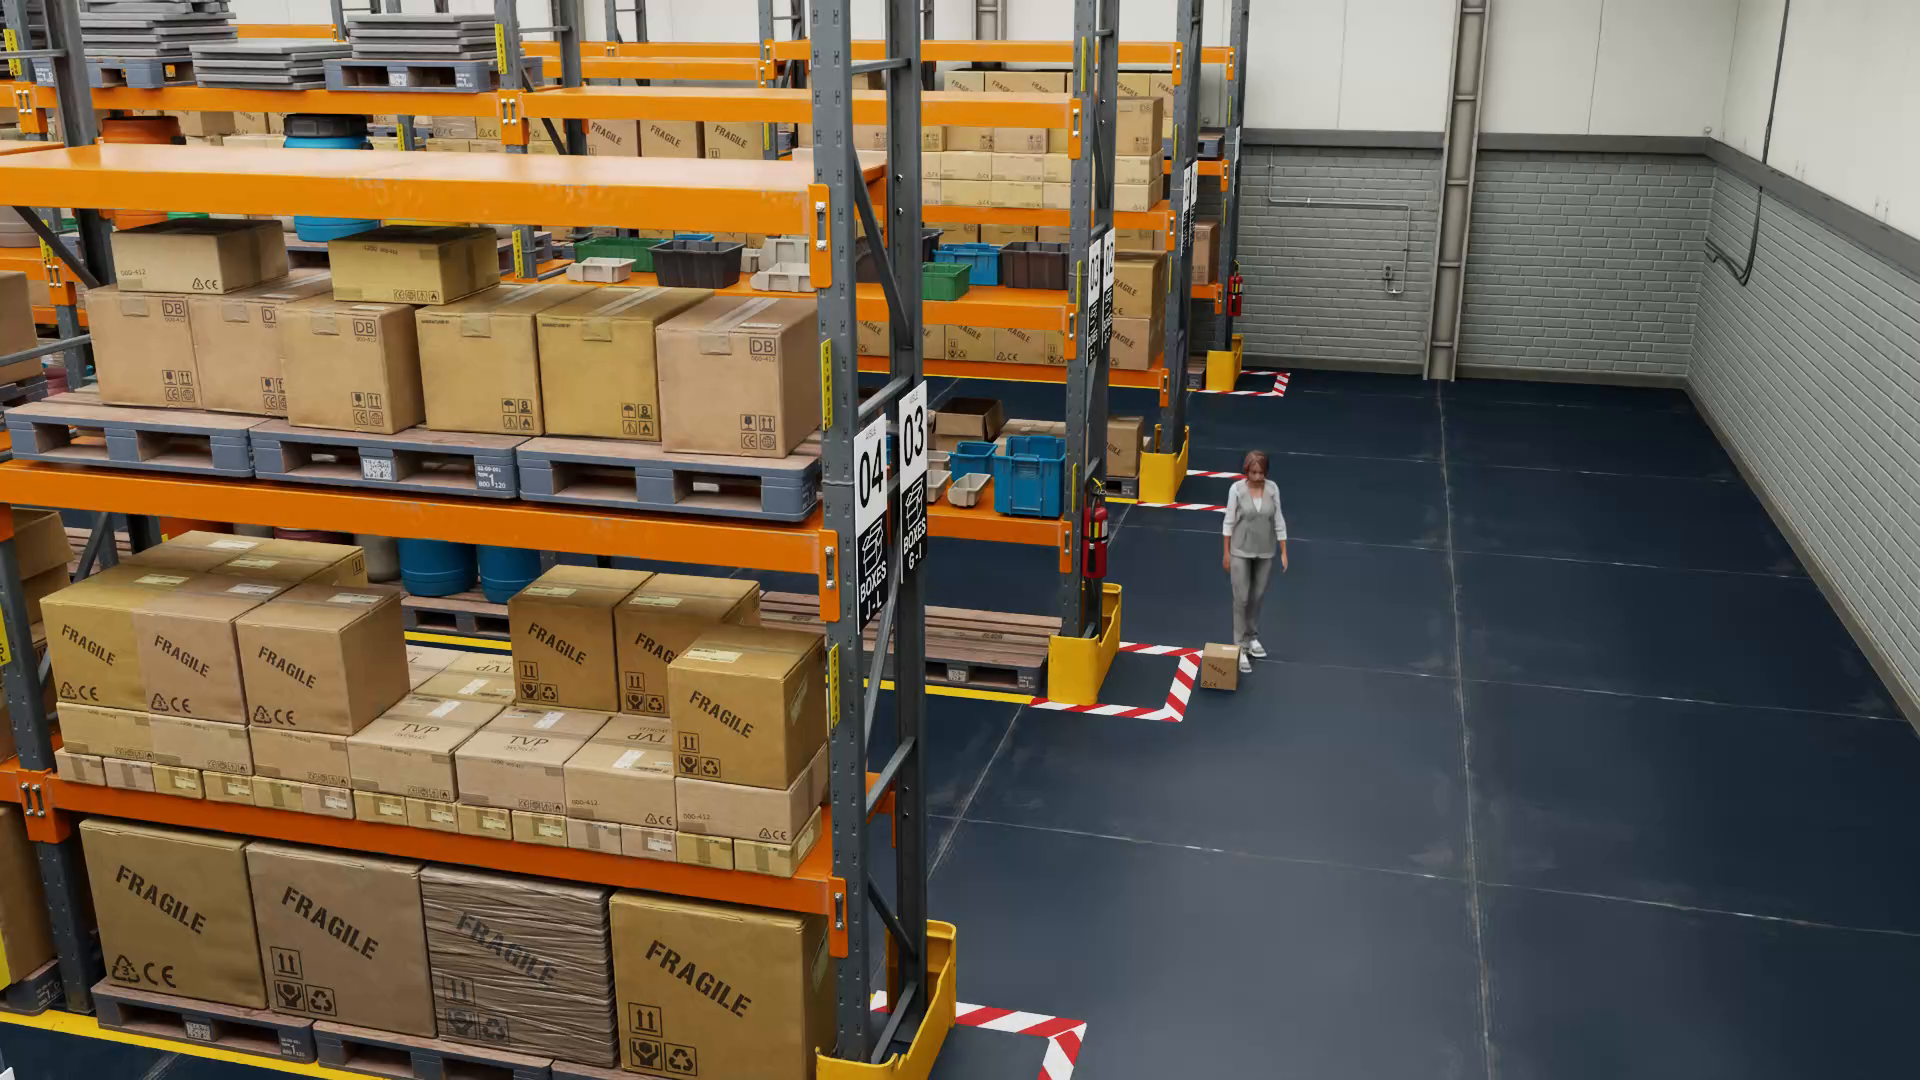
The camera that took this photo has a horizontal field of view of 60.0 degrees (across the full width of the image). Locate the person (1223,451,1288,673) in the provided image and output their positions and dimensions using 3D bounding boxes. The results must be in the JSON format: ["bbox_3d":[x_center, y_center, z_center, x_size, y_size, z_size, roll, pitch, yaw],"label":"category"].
[{"bbox_3d":[2.184,0.142,12.202,0.457,1.595,0.577,-2,18,-6],"label":"person"}]
